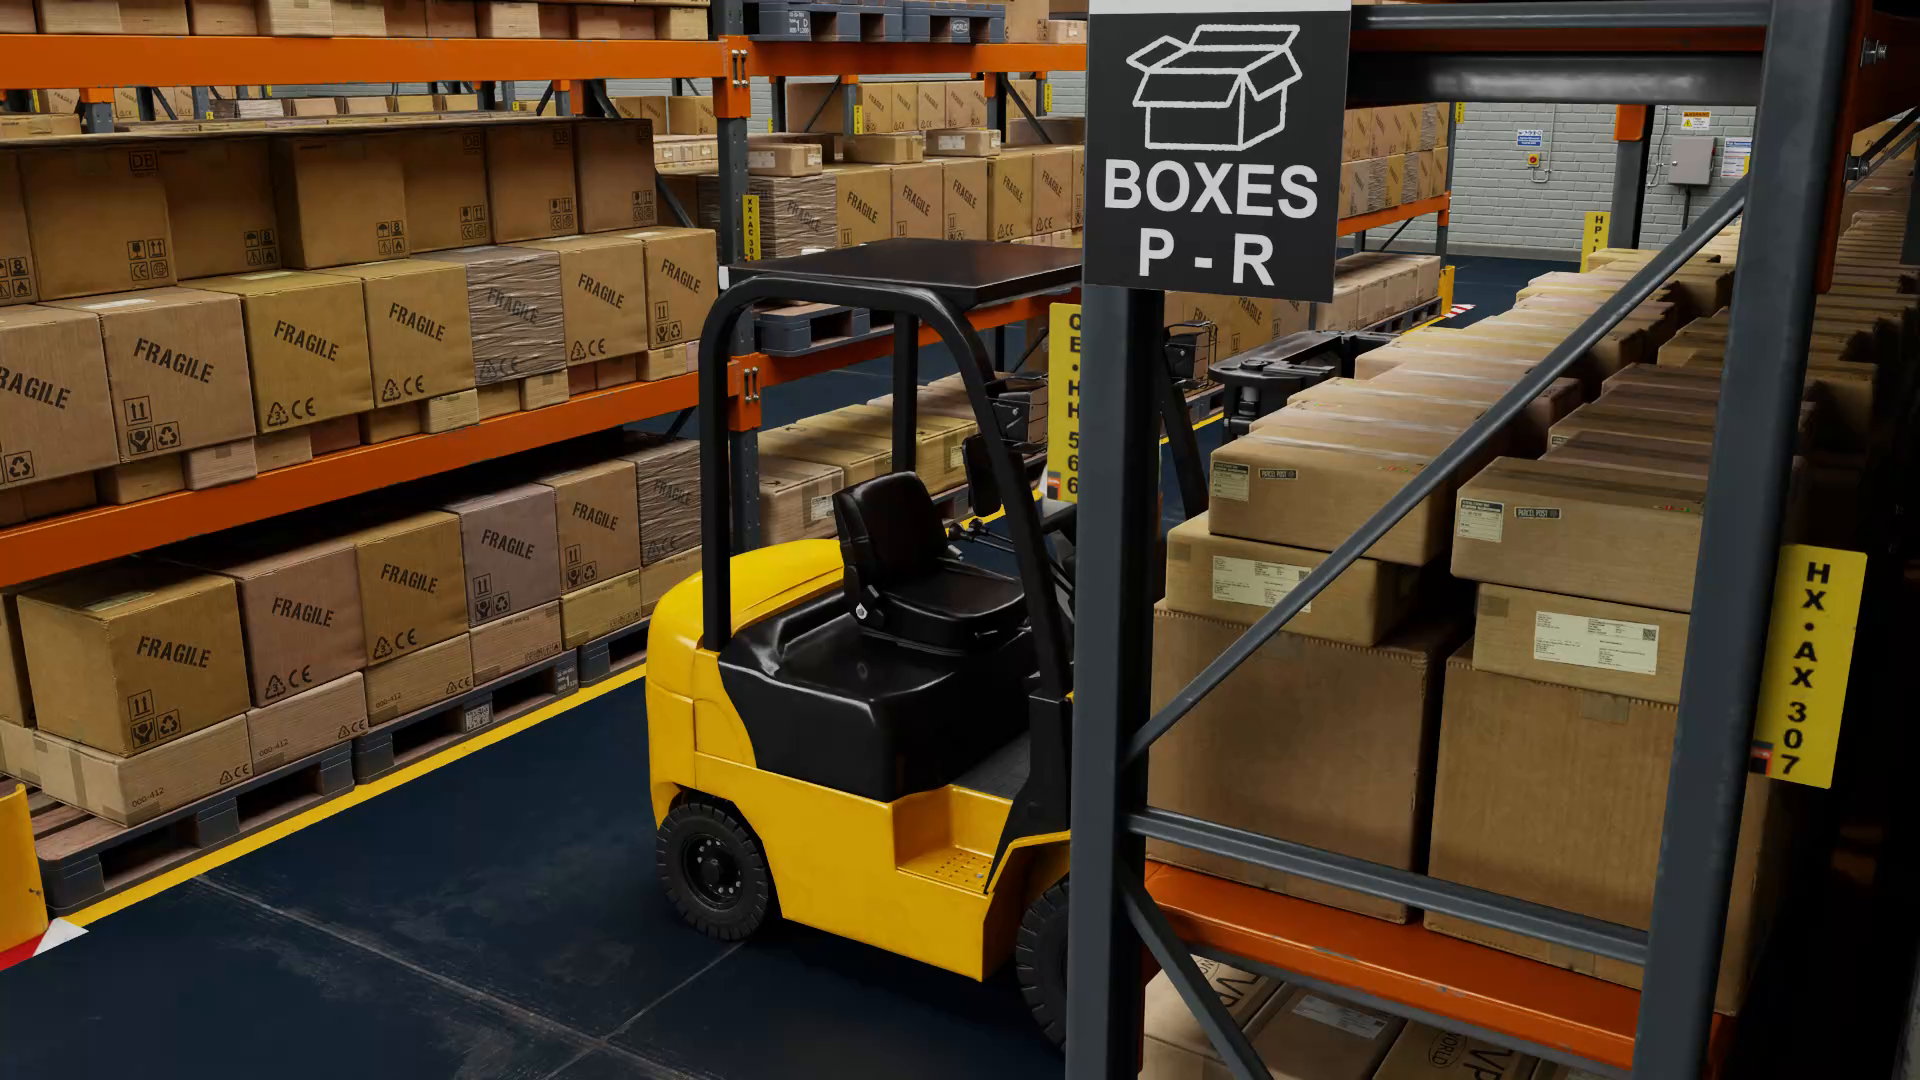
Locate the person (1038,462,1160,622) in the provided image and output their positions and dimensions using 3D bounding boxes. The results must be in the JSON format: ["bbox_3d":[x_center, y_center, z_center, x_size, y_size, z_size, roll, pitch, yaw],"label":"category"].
[{"bbox_3d":[0.703,-0.126,7.737,0.456,1.250,0.872,9,19,29],"label":"person"}]
